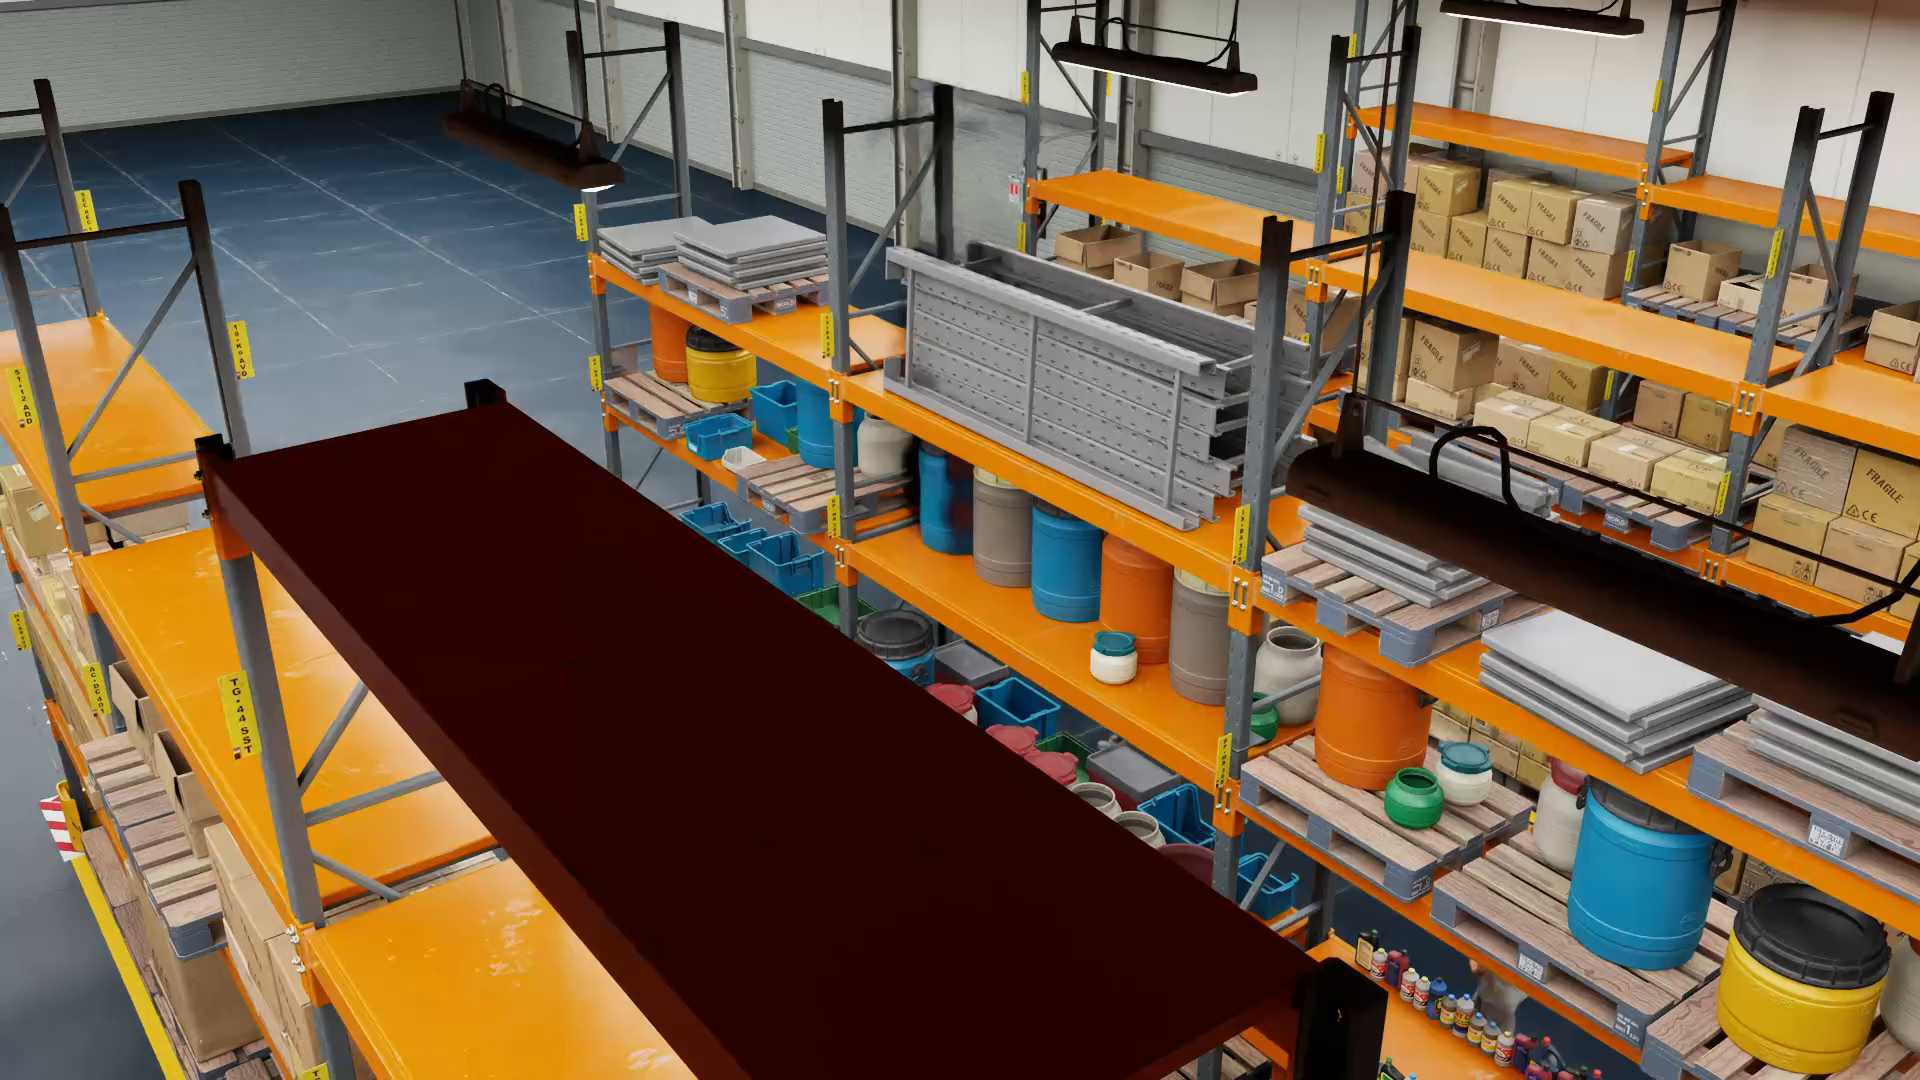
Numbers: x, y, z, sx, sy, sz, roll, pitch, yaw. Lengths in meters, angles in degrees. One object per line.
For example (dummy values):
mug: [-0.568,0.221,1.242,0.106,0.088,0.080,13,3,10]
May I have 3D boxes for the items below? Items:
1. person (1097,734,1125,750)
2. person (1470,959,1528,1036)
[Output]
person: [1.510,1.093,13.871,0.684,1.766,0.789,-19,31,-35]
person: [3.492,2.944,10.621,0.538,1.726,0.766,-19,31,-35]
